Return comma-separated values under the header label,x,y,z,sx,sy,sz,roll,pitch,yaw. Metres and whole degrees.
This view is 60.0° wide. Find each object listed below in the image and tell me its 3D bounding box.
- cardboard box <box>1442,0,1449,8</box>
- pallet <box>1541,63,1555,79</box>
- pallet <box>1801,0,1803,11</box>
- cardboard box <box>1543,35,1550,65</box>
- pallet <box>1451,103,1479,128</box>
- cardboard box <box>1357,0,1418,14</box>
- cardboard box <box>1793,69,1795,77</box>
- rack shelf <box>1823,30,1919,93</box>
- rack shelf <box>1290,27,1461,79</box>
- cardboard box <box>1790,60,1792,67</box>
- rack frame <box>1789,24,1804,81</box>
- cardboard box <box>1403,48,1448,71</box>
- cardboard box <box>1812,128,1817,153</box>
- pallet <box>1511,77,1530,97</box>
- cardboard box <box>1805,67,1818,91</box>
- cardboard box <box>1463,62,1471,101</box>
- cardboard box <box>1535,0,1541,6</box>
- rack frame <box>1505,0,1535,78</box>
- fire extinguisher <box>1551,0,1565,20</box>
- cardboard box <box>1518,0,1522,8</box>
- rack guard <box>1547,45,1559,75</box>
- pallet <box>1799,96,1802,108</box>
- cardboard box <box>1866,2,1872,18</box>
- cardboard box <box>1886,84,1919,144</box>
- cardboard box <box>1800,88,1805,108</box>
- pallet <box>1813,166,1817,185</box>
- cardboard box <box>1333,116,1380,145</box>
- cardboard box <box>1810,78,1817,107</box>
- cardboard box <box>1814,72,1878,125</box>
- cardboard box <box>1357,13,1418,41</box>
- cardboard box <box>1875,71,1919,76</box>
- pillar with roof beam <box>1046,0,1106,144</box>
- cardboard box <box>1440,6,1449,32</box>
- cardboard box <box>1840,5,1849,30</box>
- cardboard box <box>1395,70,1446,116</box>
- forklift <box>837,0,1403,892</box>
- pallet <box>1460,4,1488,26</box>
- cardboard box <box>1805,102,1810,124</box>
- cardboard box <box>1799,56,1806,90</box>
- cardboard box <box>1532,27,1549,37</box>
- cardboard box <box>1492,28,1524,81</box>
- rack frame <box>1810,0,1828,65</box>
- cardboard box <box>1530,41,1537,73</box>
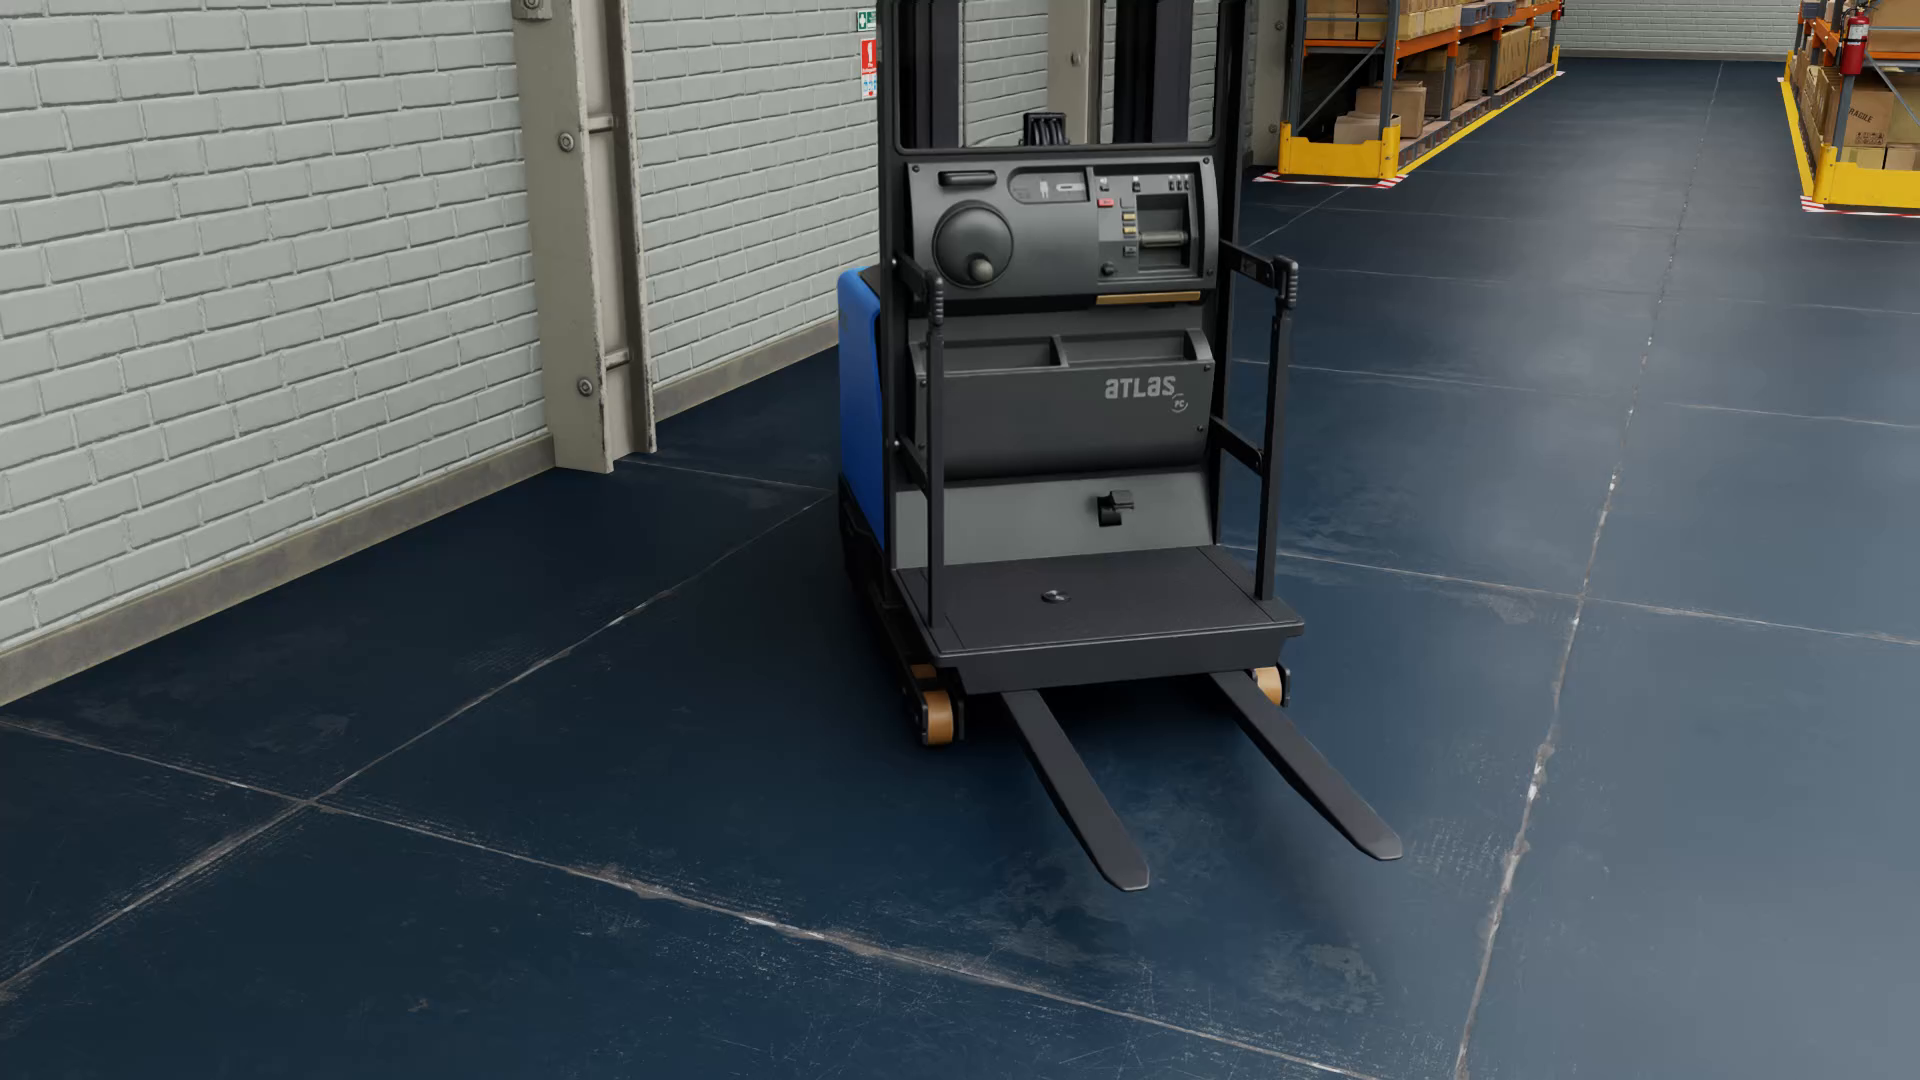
label,x,y,z,sx,sy,sz,roll,pitch,yaw
cardboard box,5.120,-6.143,18.342,0.500,0.500,0.500,8,21,21
pallet,10.105,-8.443,29.896,1.003,0.211,1.213,9,21,23
pallet,12.817,-7.791,24.187,1.003,0.211,1.213,9,21,23
cardboard box,10.165,-8.805,29.854,0.700,0.500,0.500,9,21,23
pallet,6.262,-5.643,22.021,1.003,0.211,1.213,9,21,23
cardboard box,4.278,-5.518,16.583,0.500,0.500,0.500,9,21,23
cardboard box,13.317,-7.311,26.148,0.380,0.149,0.250,9,21,23
rack shelf,9.149,-4.715,16.325,1.077,0.370,4.000,9,21,23
rack shelf,4.628,-5.394,18.233,1.077,0.370,4.000,9,21,23
cardboard box,14.294,-8.049,28.197,0.380,0.166,0.250,9,21,23
rack frame,14.881,-9.334,28.238,1.000,3.000,0.127,9,21,23
cardboard box,5.910,-6.089,21.070,0.500,0.250,0.500,8,21,22
cardboard box,8.883,-4.010,16.744,0.500,0.250,0.500,9,21,23
pallet,8.475,-7.230,26.483,1.003,0.211,1.213,9,21,23
cardboard box,10.916,-5.773,20.866,0.500,0.311,0.500,8,21,21
cardboard box,6.520,-6.228,22.578,0.700,0.500,0.500,9,21,23
cardboard box,8.960,-9.095,27.118,0.980,0.700,0.700,9,21,24
rack frame,8.723,-8.790,26.708,1.000,3.000,0.127,9,21,23
fire extinguisher,10.843,-9.783,30.173,0.296,0.674,0.183,9,21,23
cardboard box,8.398,-8.231,25.481,0.380,0.149,0.250,9,21,23
rack guard,10.371,-8.842,30.586,1.175,0.500,0.348,9,21,23
pallet,12.447,-6.169,23.501,1.003,0.211,1.213,9,21,23
cardboard box,8.743,-4.792,15.318,0.700,0.500,0.500,9,22,24
cardboard box,8.955,-3.985,15.555,0.500,0.500,0.500,9,21,23
cardboard box,11.123,-5.671,21.415,0.500,0.250,0.500,8,21,23
pallet,8.605,-3.369,15.626,1.003,0.211,1.213,9,21,23
cardboard box,4.174,-4.261,17.330,0.500,0.311,0.500,6,20,17
cardboard box,10.079,-5.155,19.128,0.500,0.311,0.500,9,22,24
cardboard box,9.083,-4.517,17.050,0.500,0.500,0.500,9,21,23
cardboard box,4.298,-5.166,16.712,0.500,0.250,0.500,8,21,21
cardboard box,9.762,-4.598,17.280,0.500,0.500,0.500,9,21,23
pillar with roof beam,4.777,-5.856,9.505,9.100,9.000,0.400,9,21,23
cardboard box,5.126,-5.790,18.466,0.500,0.250,0.500,8,21,22
cardboard box,10.160,-5.896,18.772,0.396,0.266,0.258,8,21,21
cardboard box,5.733,-5.601,20.815,0.700,0.500,0.500,9,22,25
forklift,0.357,-0.922,4.688,1.130,2.935,3.031,-4,20,-12
pallet,5.892,-6.467,20.464,1.003,0.211,1.213,9,21,23
cardboard box,10.291,-5.045,19.656,0.500,0.250,0.500,9,21,24
cardboard box,12.403,-6.710,23.934,0.500,0.500,0.500,9,21,23
cardboard box,10.175,-8.968,29.345,0.380,0.149,0.250,9,22,24
cardboard box,8.214,-7.486,25.624,0.750,0.750,0.750,9,22,24
rack frame,11.606,-6.888,21.361,1.000,3.000,0.127,9,21,23
cardboard box,9.331,-8.178,28.090,0.700,0.500,0.500,8,21,22
